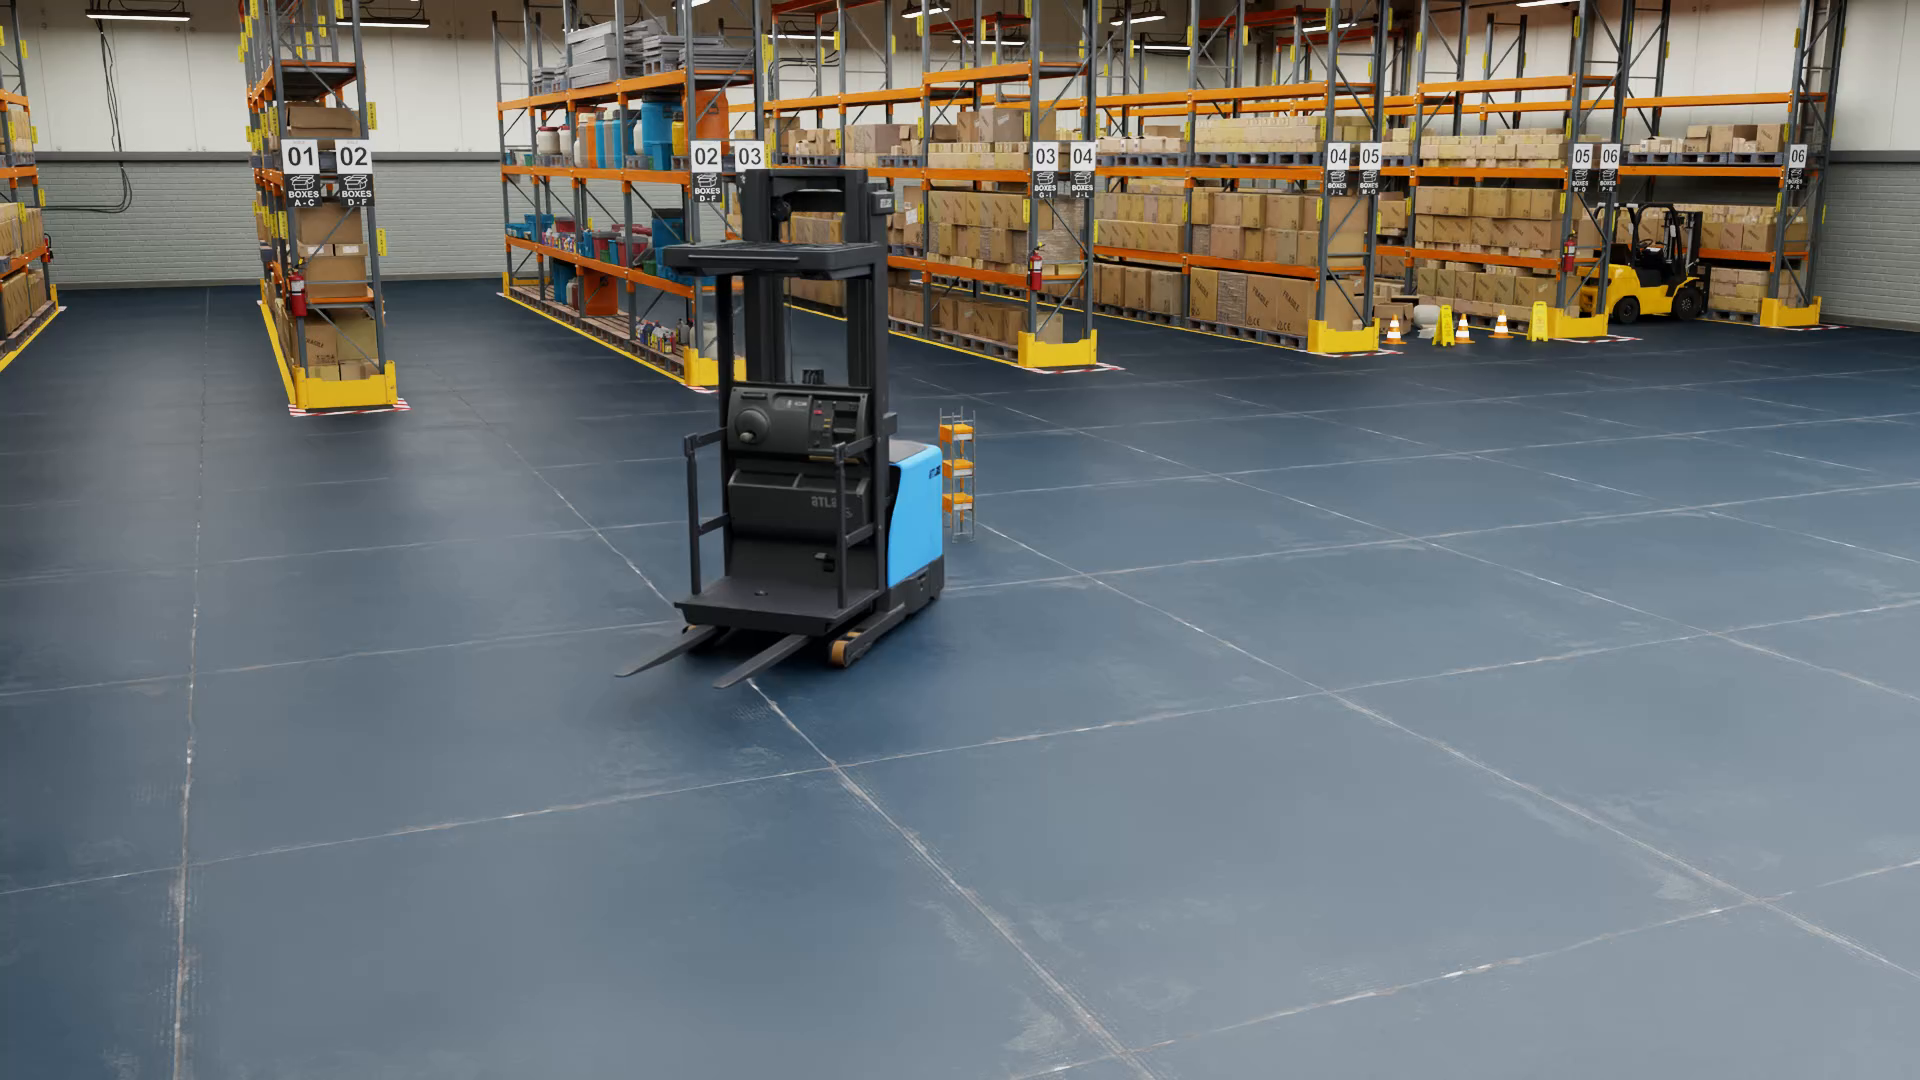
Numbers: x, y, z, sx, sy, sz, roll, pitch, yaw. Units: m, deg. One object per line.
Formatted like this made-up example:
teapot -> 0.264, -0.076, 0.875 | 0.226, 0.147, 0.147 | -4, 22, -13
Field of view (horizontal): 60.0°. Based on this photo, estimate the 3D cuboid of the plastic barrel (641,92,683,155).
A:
plastic barrel -> -4.372, -6.113, 24.437 | 0.600, 0.901, 0.708 | -6, 14, -23

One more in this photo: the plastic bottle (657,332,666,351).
plastic bottle -> -4.339, -2.903, 24.324 | 0.152, 0.276, 0.135 | -6, 14, -25

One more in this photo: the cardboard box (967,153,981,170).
cardboard box -> 0.436, -5.817, 25.533 | 0.500, 0.250, 0.500 | -6, 14, -24

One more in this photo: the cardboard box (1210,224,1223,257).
cardboard box -> 4.851, -5.179, 28.764 | 0.875, 0.550, 0.550 | -6, 14, -23

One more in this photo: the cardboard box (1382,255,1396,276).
cardboard box -> 10.498, -6.620, 39.934 | 0.500, 0.500, 0.500 | -6, 14, -24

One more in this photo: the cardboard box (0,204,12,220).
cardboard box -> -16.133, -5.460, 27.720 | 0.500, 0.250, 0.500 | -5, 14, -22

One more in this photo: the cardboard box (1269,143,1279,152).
cardboard box -> 5.201, -6.307, 26.721 | 0.380, 0.149, 0.250 | -6, 14, -24

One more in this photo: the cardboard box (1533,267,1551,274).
cardboard box -> 12.666, -5.681, 35.598 | 0.875, 0.625, 0.625 | -6, 14, -25

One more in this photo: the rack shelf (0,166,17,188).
rack shelf -> -16.154, -5.874, 27.041 | 1.077, 0.370, 4.000 | -6, 14, -23

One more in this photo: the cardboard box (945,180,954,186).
cardboard box -> -0.024, -8.123, 38.716 | 0.500, 0.500, 0.500 | -6, 14, -24

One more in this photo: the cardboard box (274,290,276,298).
cardboard box -> -11.612, -4.074, 28.887 | 0.500, 0.500, 0.500 | -6, 14, -25

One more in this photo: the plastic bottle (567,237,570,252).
plastic bottle -> -7.106, -5.381, 30.252 | 0.097, 0.271, 0.097 | 0, 13, 0

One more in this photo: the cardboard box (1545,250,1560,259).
cardboard box -> 10.202, -4.870, 28.317 | 0.380, 0.149, 0.250 | -5, 14, -21

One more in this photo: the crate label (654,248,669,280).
crate label -> -4.055, -3.965, 23.772 | 0.502, 0.435, 0.616 | -6, 14, -23

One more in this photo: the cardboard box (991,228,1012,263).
cardboard box -> 0.963, -4.442, 25.028 | 0.875, 0.500, 0.500 | -6, 14, -23

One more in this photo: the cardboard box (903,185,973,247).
cardboard box -> -0.324, -5.540, 28.391 | 1.000, 1.000, 1.000 | -6, 14, -23

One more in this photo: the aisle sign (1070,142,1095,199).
aisle sign -> 1.768, -5.320, 23.940 | 0.394, 0.787, 0.004 | -6, 14, -23

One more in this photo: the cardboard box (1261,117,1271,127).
cardboard box -> 5.098, -6.749, 26.862 | 0.380, 0.149, 0.250 | -6, 14, -24

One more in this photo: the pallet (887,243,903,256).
pallet -> -0.906, -5.194, 29.583 | 1.003, 0.211, 1.213 | -6, 14, -23

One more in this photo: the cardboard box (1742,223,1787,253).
cardboard box -> 14.657, -5.510, 30.305 | 0.500, 0.500, 0.500 | -6, 14, -24

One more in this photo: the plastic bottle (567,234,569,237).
plastic bottle -> -7.346, -5.586, 31.138 | 0.097, 0.271, 0.097 | 0, 13, 0

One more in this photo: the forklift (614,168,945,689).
forklift -> -1.084, -0.762, 10.161 | 1.130, 2.935, 3.031 | 5, 14, 19

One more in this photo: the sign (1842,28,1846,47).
sign -> 15.606, -8.888, 29.390 | 0.100, 0.325, 0.005 | -6, 14, -23

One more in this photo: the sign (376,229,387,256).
sign -> -7.099, -3.655, 20.413 | 0.100, 0.325, 0.005 | -6, 14, -23

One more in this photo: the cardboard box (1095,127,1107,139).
cardboard box -> 2.732, -8.217, 33.651 | 0.396, 0.266, 0.258 | -6, 14, -23

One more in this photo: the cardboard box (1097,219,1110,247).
cardboard box -> 2.987, -5.946, 32.188 | 0.500, 0.500, 0.500 | -6, 14, -24

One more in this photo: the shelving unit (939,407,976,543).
shelving unit -> -0.021, -0.523, 13.299 | 0.215, 1.050, 0.252 | -6, 14, -23

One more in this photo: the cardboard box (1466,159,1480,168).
cardboard box -> 9.282, -6.739, 29.740 | 0.380, 0.149, 0.250 | -6, 14, -24

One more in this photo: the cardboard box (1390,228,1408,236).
cardboard box -> 8.487, -5.925, 31.942 | 0.380, 0.149, 0.250 | -5, 14, -22

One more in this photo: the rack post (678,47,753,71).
rack post -> -3.257, -6.439, 22.343 | 0.937, 0.300, 0.954 | -4, 14, -17

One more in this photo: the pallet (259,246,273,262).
pallet -> -11.151, -4.839, 28.049 | 1.213, 0.211, 1.003 | -6, 14, -23

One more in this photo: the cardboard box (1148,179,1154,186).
cardboard box -> 4.760, -8.620, 40.084 | 0.380, 0.149, 0.250 | -6, 14, -23

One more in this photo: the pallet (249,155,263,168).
pallet -> -11.802, -6.640, 29.169 | 1.213, 0.211, 1.003 | -6, 14, -23

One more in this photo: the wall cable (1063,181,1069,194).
wall cable -> 3.154, -10.029, 47.795 | 0.588, 1.984, 0.122 | -6, 14, -23

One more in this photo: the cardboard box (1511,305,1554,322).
cardboard box -> 9.968, -3.947, 28.939 | 0.500, 0.250, 0.500 | -6, 14, -23

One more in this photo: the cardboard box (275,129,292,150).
cardboard box -> -8.313, -5.021, 20.849 | 0.500, 0.250, 0.500 | -6, 14, -23

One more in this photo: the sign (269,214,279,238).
sign -> -9.706, -4.446, 23.537 | 0.100, 0.325, 0.005 | -6, 14, -23

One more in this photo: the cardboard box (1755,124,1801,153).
cardboard box -> 14.694, -7.217, 29.871 | 0.500, 0.500, 0.500 | -5, 14, -21

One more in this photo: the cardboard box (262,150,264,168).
cardboard box -> -11.225, -6.501, 27.932 | 0.910, 0.500, 0.500 | -6, 14, -23

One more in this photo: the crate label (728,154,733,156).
crate label -> -3.517, -5.398, 23.717 | 0.502, 0.251, 0.408 | -6, 14, -23

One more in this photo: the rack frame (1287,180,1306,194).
rack frame -> 7.343, -6.587, 35.180 | 1.000, 3.000, 0.127 | -6, 14, -23

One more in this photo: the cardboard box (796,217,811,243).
cardboard box -> -2.982, -6.243, 33.468 | 0.500, 0.500, 0.500 | -6, 14, -24

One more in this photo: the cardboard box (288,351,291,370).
cardboard box -> -8.708, -2.403, 22.269 | 0.500, 0.250, 0.500 | -6, 14, -23

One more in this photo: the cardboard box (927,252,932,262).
cardboard box -> -0.324, -4.672, 27.461 | 0.380, 0.149, 0.250 | -6, 14, -23

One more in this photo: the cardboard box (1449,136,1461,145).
cardboard box -> 9.082, -7.231, 30.096 | 0.380, 0.149, 0.250 | -6, 14, -23

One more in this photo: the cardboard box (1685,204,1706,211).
cardboard box -> 14.053, -6.318, 31.697 | 0.380, 0.149, 0.250 | -6, 14, -23

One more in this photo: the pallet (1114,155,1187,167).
pallet -> 3.606, -7.130, 31.290 | 1.003, 0.211, 1.213 | -5, 14, -20

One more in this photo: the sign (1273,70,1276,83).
sign -> 8.188, -12.057, 43.259 | 0.100, 0.325, 0.005 | -6, 14, -23

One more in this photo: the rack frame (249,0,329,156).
rack frame -> -10.815, -7.721, 26.773 | 1.000, 3.000, 0.127 | -6, 14, -23

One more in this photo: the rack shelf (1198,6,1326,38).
rack shelf -> 6.542, -11.192, 35.995 | 1.077, 0.370, 4.000 | -6, 14, -23

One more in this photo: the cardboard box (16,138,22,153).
cardboard box -> -17.181, -7.091, 29.884 | 0.500, 0.250, 0.500 | -6, 14, -24

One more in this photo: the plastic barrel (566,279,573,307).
plastic barrel -> -7.247, -4.679, 31.520 | 0.421, 0.512, 0.421 | 0, 13, 0

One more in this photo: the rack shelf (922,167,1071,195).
rack shelf -> 0.667, -5.564, 25.699 | 1.077, 0.370, 4.000 | -6, 14, -23

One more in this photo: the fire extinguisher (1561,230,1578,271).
fire extinguisher -> 10.172, -4.832, 27.765 | 0.296, 0.674, 0.183 | -6, 14, -23

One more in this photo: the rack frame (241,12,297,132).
rack frame -> -14.020, -9.374, 33.915 | 1.000, 3.000, 0.127 | -6, 14, -23
